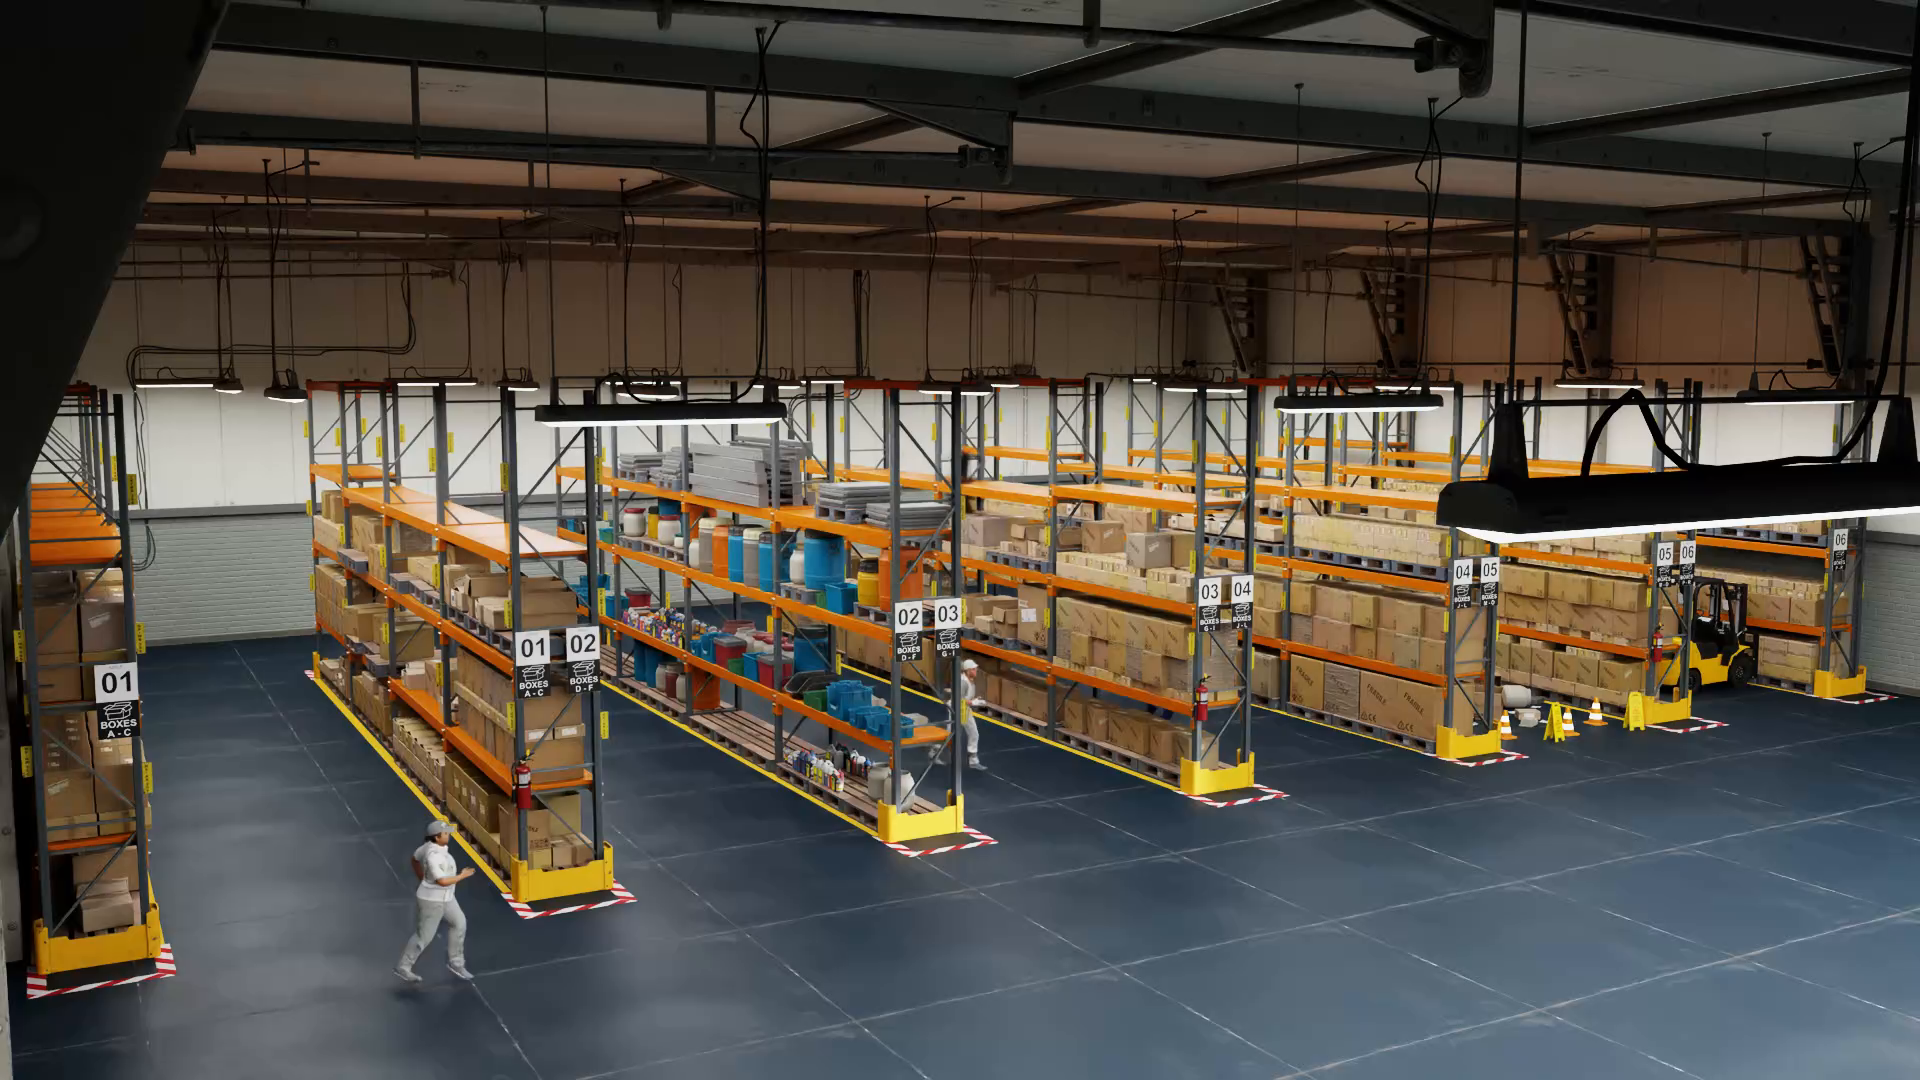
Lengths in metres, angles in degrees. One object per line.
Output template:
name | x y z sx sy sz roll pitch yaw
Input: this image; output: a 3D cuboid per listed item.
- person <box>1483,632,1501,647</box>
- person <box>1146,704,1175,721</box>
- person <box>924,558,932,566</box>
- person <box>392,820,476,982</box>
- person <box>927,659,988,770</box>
person | 11.296 1.793 34.945 0.648 1.666 0.641 -5 8 -38
person | 3.581 2.511 28.888 0.765 1.580 0.670 1 6 5
person | -0.843 1.184 40.731 0.549 1.686 0.698 0 6 -2
person | -5.362 3.707 16.944 0.842 1.724 0.557 -1 6 -9
person | -0.029 2.707 25.854 0.987 1.756 0.678 3 7 23
